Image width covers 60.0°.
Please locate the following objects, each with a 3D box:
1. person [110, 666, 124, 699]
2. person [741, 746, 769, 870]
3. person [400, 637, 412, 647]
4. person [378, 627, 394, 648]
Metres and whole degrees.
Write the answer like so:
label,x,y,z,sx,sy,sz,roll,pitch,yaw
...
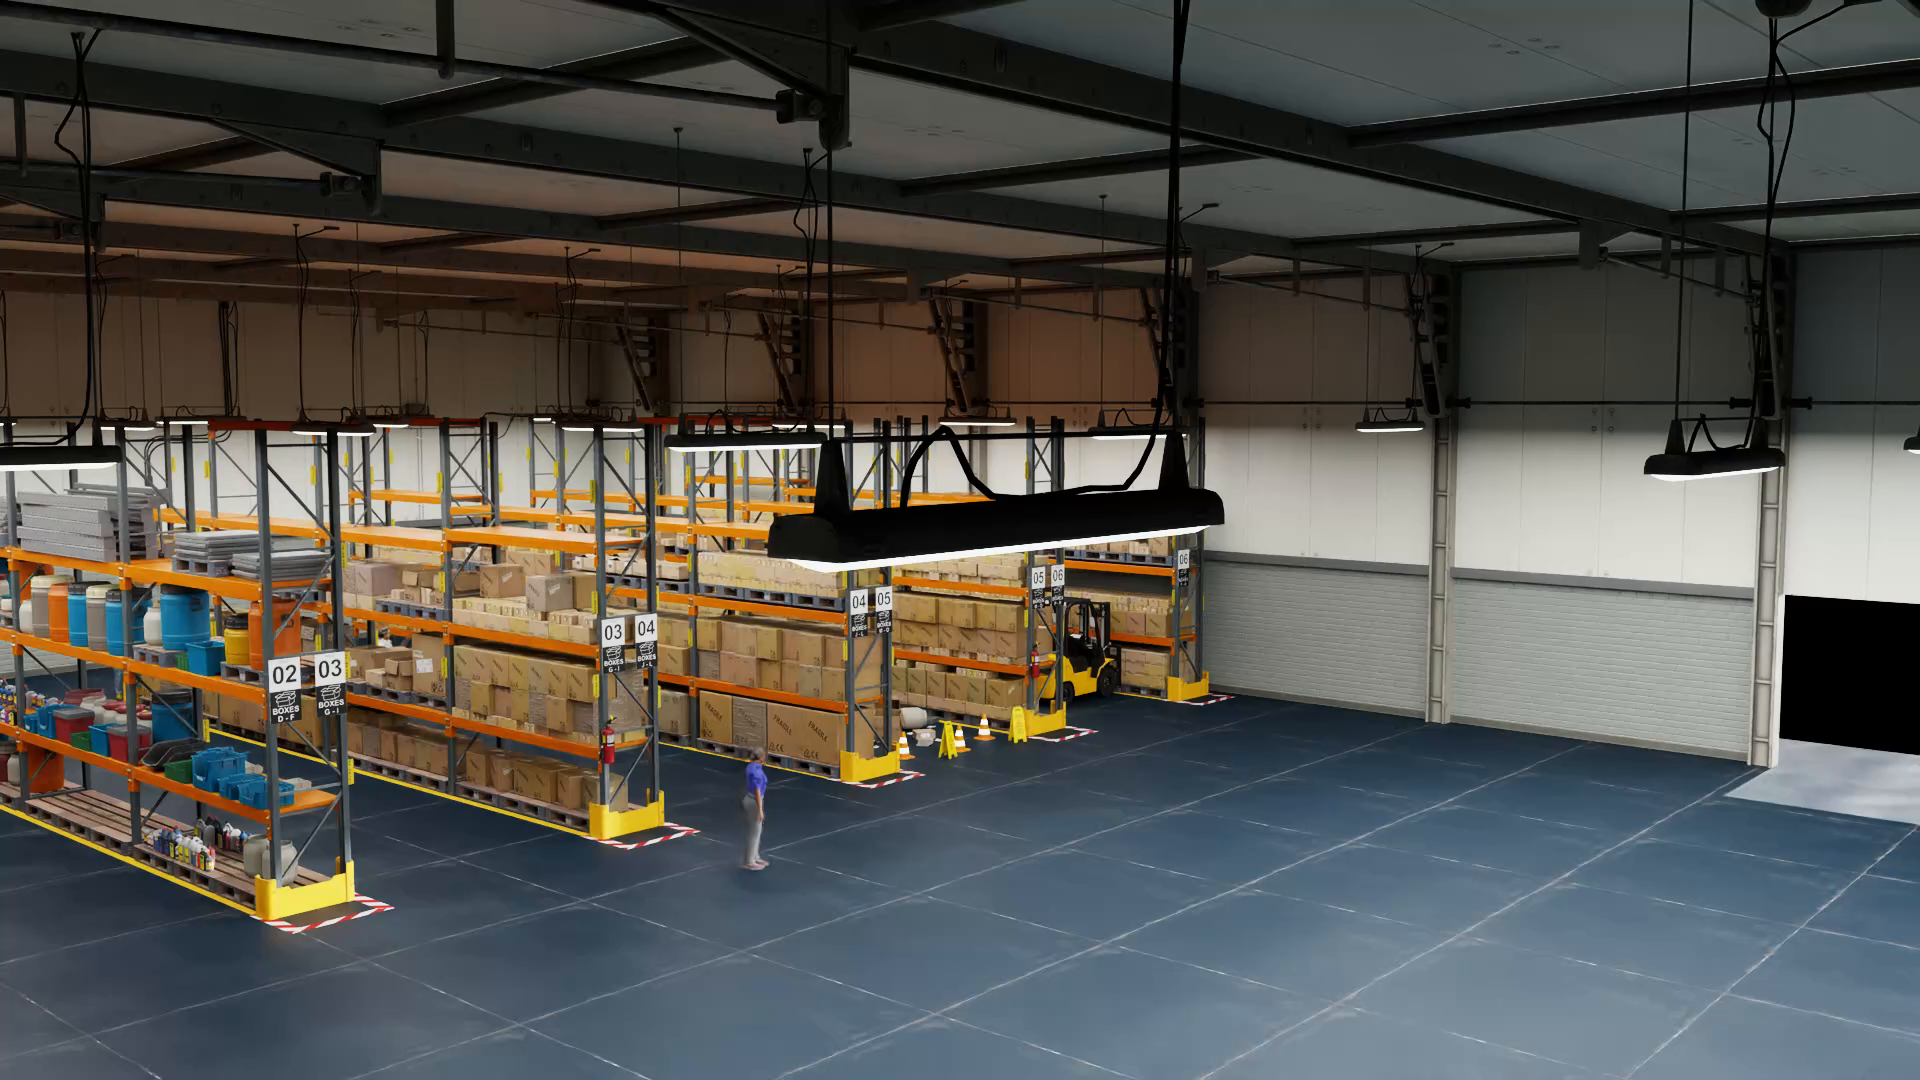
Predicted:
label,x,y,z,sx,sy,sz,roll,pitch,yaw
person,-17.873,2.490,35.470,0.403,1.776,0.582,3,6,33
person,-2.786,3.627,22.589,0.368,1.669,0.473,-1,5,-17
person,-13.572,2.031,41.696,1.003,1.685,0.576,-1,5,-7
person,-11.993,2.627,34.716,0.948,1.631,0.439,4,6,43
